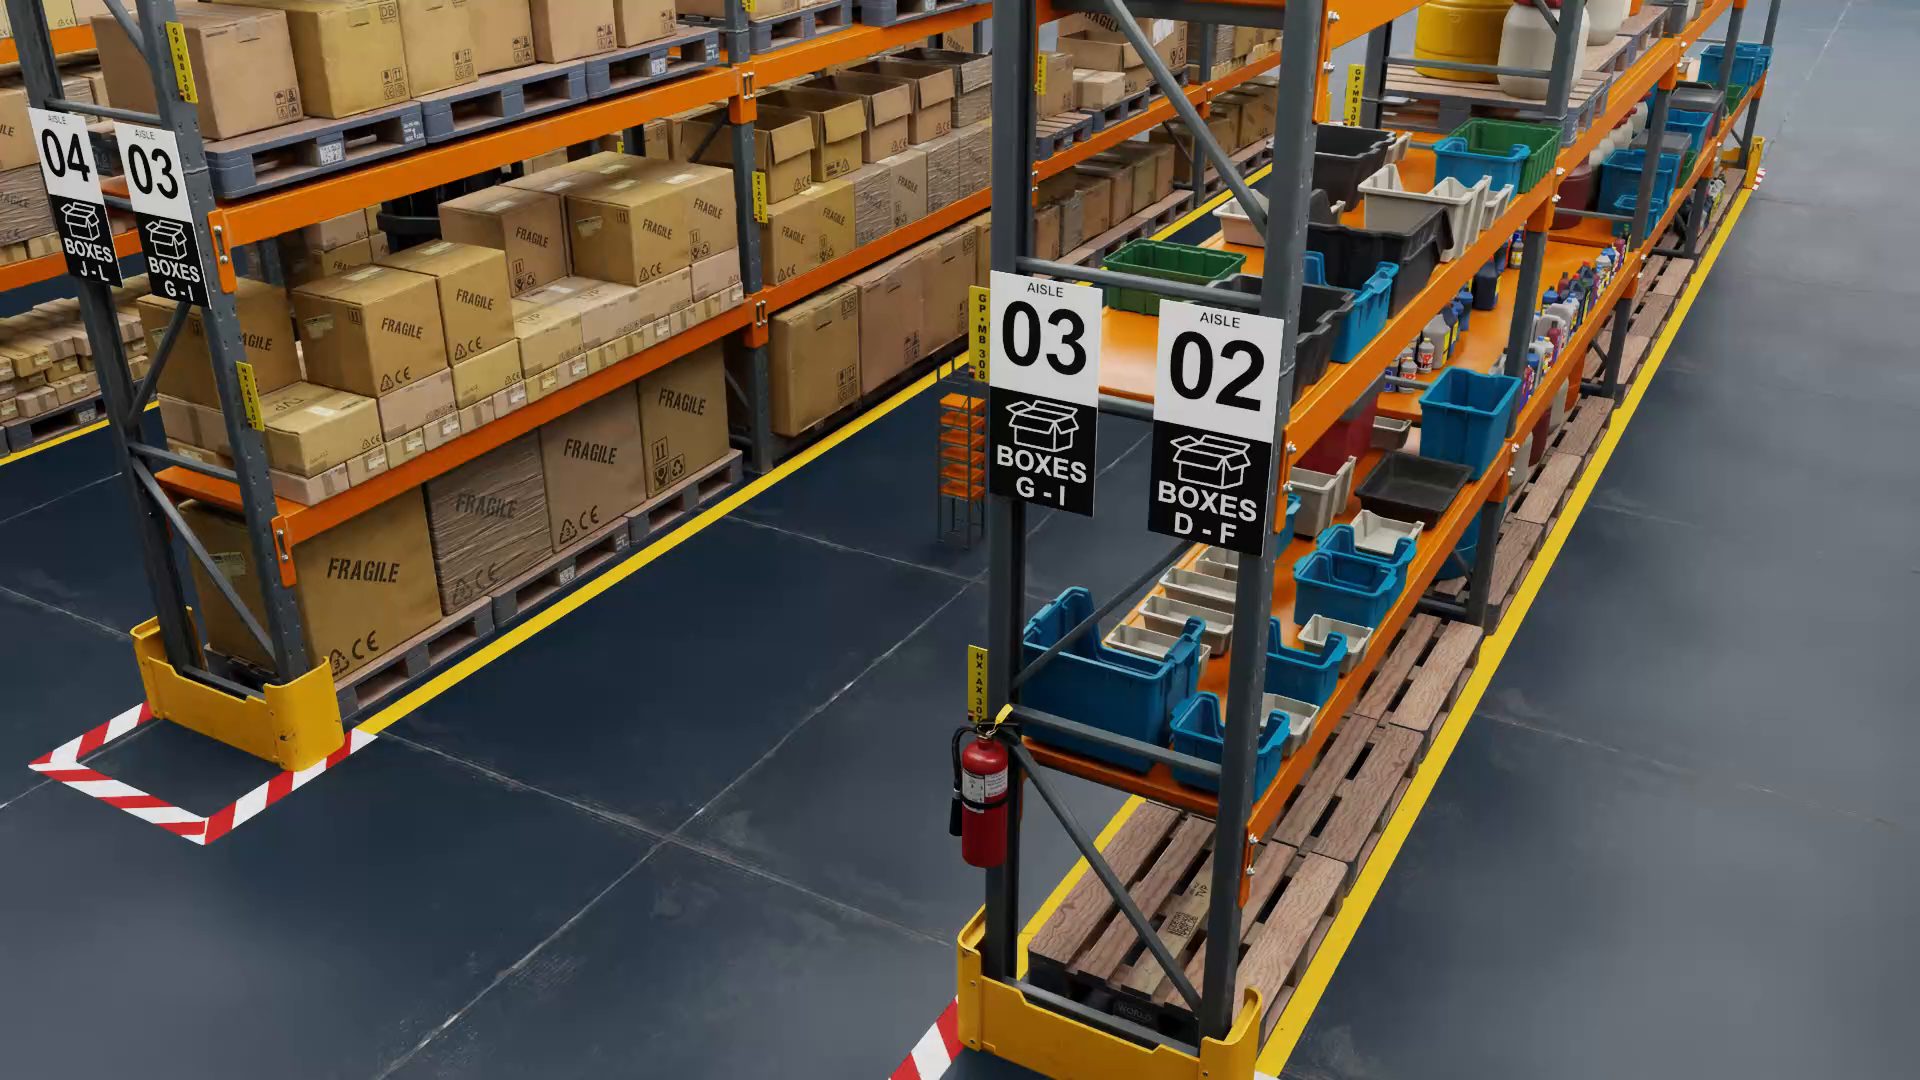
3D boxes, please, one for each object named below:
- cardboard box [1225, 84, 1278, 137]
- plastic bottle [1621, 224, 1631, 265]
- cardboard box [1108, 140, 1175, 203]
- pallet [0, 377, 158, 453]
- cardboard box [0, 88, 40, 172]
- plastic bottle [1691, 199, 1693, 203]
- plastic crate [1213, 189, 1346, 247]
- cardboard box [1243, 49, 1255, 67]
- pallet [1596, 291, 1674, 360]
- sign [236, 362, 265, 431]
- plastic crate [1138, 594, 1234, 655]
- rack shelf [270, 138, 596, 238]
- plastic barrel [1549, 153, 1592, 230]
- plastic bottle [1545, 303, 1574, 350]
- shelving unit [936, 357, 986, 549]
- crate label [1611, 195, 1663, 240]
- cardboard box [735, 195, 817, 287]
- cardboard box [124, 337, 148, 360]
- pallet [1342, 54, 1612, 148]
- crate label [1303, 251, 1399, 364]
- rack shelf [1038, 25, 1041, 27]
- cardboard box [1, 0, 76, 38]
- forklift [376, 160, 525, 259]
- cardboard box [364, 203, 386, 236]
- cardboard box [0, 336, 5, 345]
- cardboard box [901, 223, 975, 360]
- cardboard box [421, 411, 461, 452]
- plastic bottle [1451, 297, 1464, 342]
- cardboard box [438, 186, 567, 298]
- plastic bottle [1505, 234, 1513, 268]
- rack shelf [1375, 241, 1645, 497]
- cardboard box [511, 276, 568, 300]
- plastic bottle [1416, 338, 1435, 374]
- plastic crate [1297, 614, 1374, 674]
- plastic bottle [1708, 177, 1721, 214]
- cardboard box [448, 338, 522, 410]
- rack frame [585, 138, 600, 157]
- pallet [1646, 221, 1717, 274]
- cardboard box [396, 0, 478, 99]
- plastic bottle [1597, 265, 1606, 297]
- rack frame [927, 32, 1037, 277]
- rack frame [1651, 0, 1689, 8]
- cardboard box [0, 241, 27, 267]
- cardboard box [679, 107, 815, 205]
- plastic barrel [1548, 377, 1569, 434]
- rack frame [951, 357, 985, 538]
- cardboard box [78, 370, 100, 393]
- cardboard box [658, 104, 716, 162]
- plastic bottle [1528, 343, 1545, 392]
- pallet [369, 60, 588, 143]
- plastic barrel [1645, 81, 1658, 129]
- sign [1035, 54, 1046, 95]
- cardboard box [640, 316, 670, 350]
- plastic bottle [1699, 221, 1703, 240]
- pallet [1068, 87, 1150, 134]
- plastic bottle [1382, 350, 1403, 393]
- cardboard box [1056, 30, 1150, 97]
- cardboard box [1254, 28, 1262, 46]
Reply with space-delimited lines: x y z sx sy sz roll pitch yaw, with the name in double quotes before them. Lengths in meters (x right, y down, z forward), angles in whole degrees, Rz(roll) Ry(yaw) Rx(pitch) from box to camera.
"cardboard box" 3.534 -5.188 20.085 0.500 0.500 0.500 24 35 39
"plastic bottle" 4.669 -2.085 11.695 0.061 0.283 0.133 14 30 26
"cardboard box" 1.832 -3.883 17.457 0.700 0.500 0.500 12 29 22
"pallet" -6.950 -1.059 12.629 1.003 0.211 1.213 14 30 26
"cardboard box" -6.802 -2.830 11.492 0.500 0.500 0.500 13 29 25
"plastic bottle" 7.189 -3.231 16.410 0.097 0.271 0.097 0 27 0
"plastic crate" 1.362 -1.355 7.049 0.437 0.136 0.530 14 30 26
"cardboard box" 3.027 -5.330 18.327 0.380 0.149 0.250 14 30 26
"pallet" 5.513 -1.909 14.328 1.003 0.211 1.213 14 30 26
"sign" -3.271 -0.660 7.662 0.100 0.325 0.005 14 30 26
"plastic crate" 0.960 0.352 6.923 0.396 0.136 0.243 14 30 26
"rack shelf" -5.068 -3.510 15.215 1.077 0.370 4.000 14 30 26
"plastic barrel" 4.461 -2.698 12.636 0.600 0.536 0.708 14 30 26
"plastic bottle" 3.658 -1.323 10.180 0.152 0.276 0.135 14 30 26
"shelving unit" 0.007 -0.542 10.493 0.258 1.200 0.189 14 30 26
"crate label" 5.030 -2.396 12.373 0.303 0.233 0.416 14 30 26
"cardboard box" -1.339 -2.090 11.462 0.500 0.500 0.500 14 30 26
"cardboard box" -6.486 -1.510 12.798 0.380 0.149 0.250 15 30 27
"pallet" 2.830 -2.414 9.082 1.213 0.211 1.003 14 30 26
"crate label" 1.296 -0.835 5.882 0.408 0.251 0.502 14 30 26
"rack shelf" 1.168 -5.279 15.397 1.077 0.370 4.000 14 30 26
"cardboard box" -6.563 -3.686 11.579 0.500 0.250 0.500 14 30 25
"forklift" -3.887 -2.825 13.120 1.130 2.935 3.031 2 27 4
"cardboard box" -5.198 -2.896 14.670 0.500 0.250 0.500 15 30 27
"cardboard box" -7.297 -1.431 12.309 0.380 0.149 0.250 13 29 24
"cardboard box" -0.618 -2.108 13.514 1.225 0.875 0.875 14 30 26
"cardboard box" -2.911 -0.618 8.913 0.380 0.149 0.250 14 30 25
"plastic bottle" 3.053 -1.369 10.277 0.097 0.271 0.097 0 27 0
"cardboard box" -2.742 -1.798 9.988 0.500 0.500 0.500 13 29 25
"plastic bottle" 3.775 -2.056 11.645 0.152 0.276 0.135 14 30 26
"rack shelf" 3.513 -1.288 10.776 1.077 0.370 4.000 14 30 26
"cardboard box" -2.741 -1.466 10.162 0.500 0.250 0.500 15 30 27
"plastic bottle" 2.739 -1.088 9.795 0.097 0.201 0.097 0 27 0
"plastic crate" 1.533 0.425 6.778 0.250 0.136 0.298 14 30 26
"plastic bottle" 7.616 -3.495 16.849 0.144 0.351 0.185 16 31 28
"cardboard box" -2.779 -0.955 9.142 0.500 0.250 0.500 13 29 24
"rack frame" -4.084 -4.612 16.611 1.000 3.000 0.127 14 30 26
"pallet" 6.831 -2.954 16.415 1.003 0.211 1.213 14 30 26
"cardboard box" -2.948 -2.600 8.550 0.700 0.500 0.500 12 29 23
"plastic bottle" 4.244 -1.728 11.073 0.097 0.201 0.097 0 27 0
"rack frame" 0.185 -3.480 14.351 1.000 3.000 0.127 14 30 26
"rack frame" 4.497 -5.072 10.829 1.000 3.000 0.127 14 30 26
"cardboard box" -6.852 -2.055 11.784 0.380 0.149 0.250 15 30 28
"cardboard box" -1.476 -2.665 11.491 0.797 0.503 0.637 13 30 25
"plastic barrel" 4.071 -1.030 11.768 0.421 0.512 0.421 0 27 0
"rack frame" 0.052 -0.578 10.564 0.240 1.200 0.006 14 30 26
"cardboard box" -6.644 -1.248 12.607 0.380 0.149 0.250 15 30 27
"cardboard box" -3.279 -4.352 18.138 1.050 0.750 0.750 15 30 27
"plastic bottle" 3.268 -1.014 9.563 0.152 0.276 0.135 14 30 26
"pallet" -2.796 -2.433 9.007 1.003 0.211 1.213 14 30 26
"plastic barrel" 6.011 -4.088 15.006 0.600 0.901 0.708 14 30 26
"sign" 0.669 -3.877 13.850 0.100 0.325 0.005 14 30 26
"cardboard box" -2.027 -1.317 10.311 0.380 0.149 0.250 15 30 27
"plastic bottle" 7.103 -3.000 16.028 0.097 0.201 0.097 0 27 0
"pallet" 1.123 -4.175 15.953 1.003 0.211 1.213 14 30 26
"plastic bottle" 2.441 -1.000 9.535 0.152 0.276 0.135 14 30 26
"cardboard box" 1.380 -4.577 15.958 0.797 0.503 0.637 18 32 31
"cardboard box" 2.862 -5.782 18.506 0.875 0.500 0.500 14 30 26
